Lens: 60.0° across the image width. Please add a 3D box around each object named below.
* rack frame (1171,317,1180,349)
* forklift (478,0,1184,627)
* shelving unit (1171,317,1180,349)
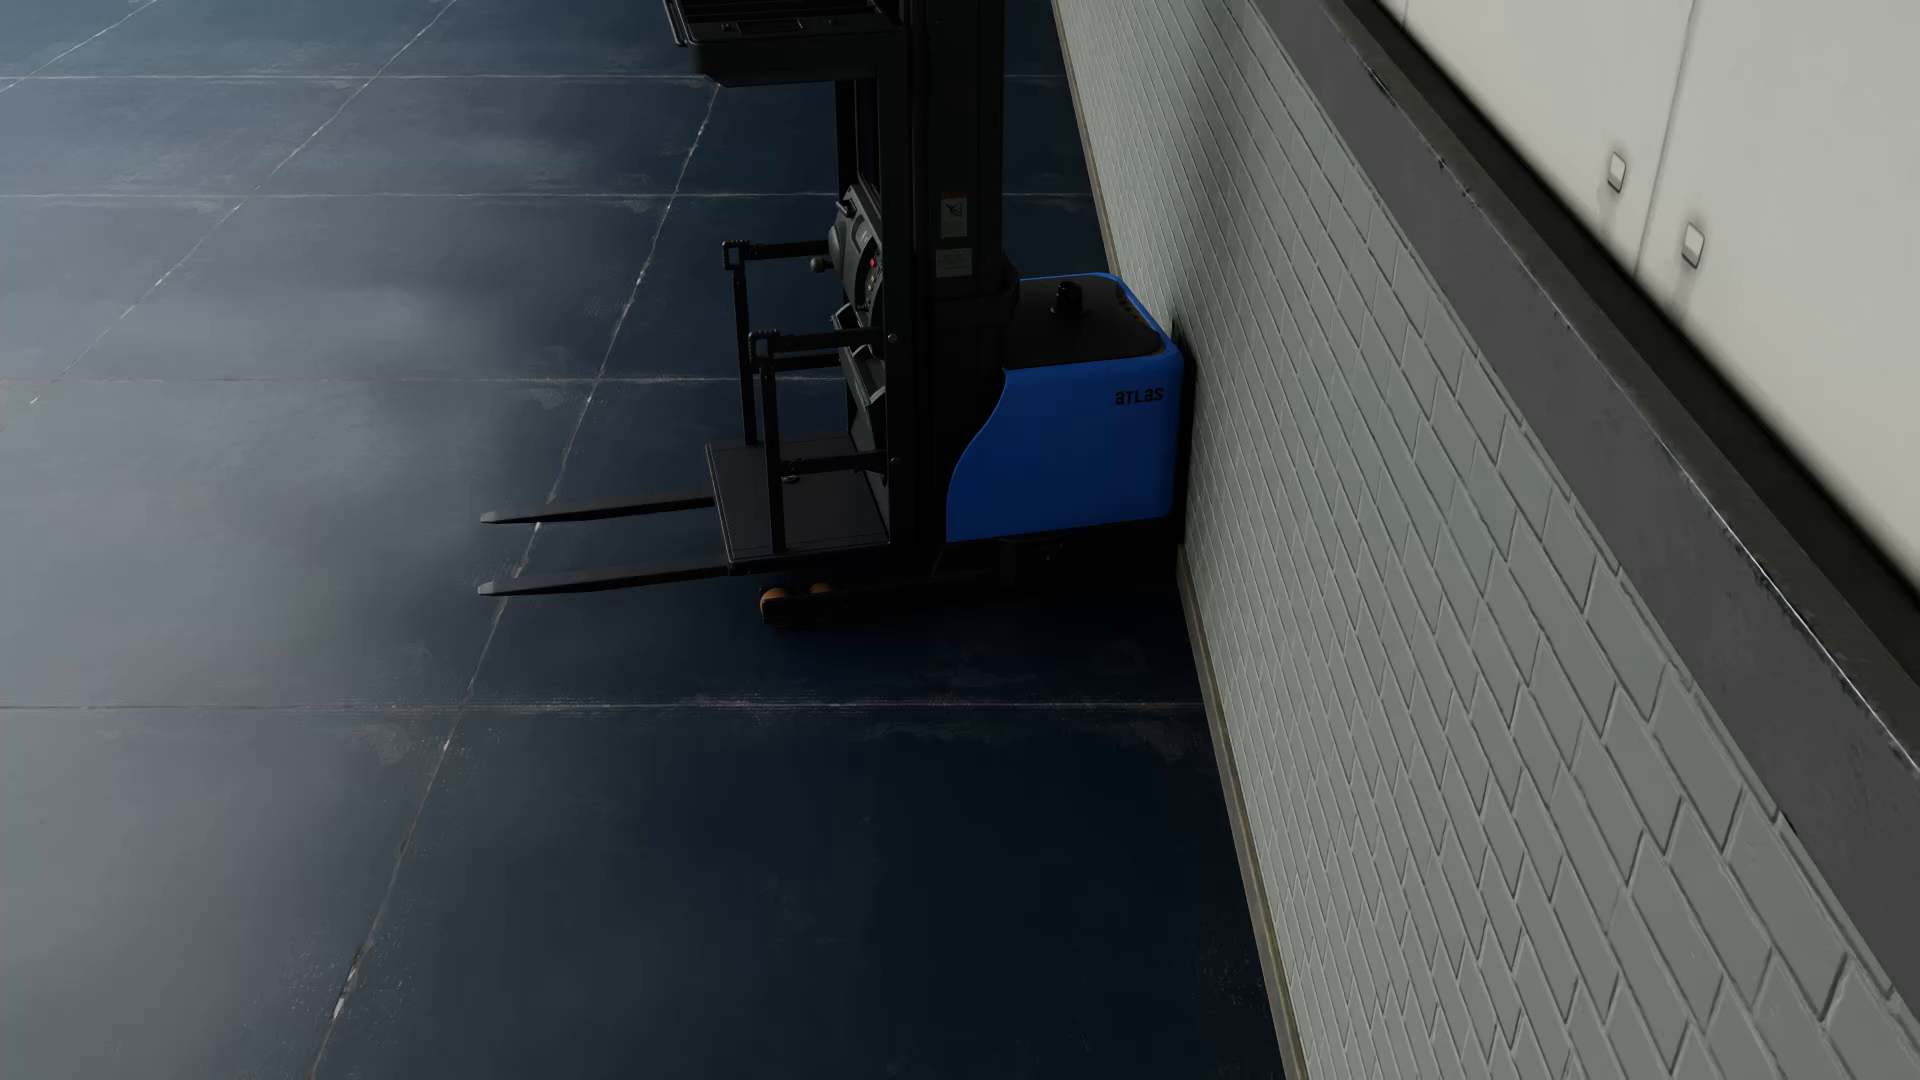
[{"bbox_3d":[0.992,-0.583,7.847,0.006,0.900,0.240,0,28,-1],"label":"rack frame"},{"bbox_3d":[-0.612,-1.181,6.870,3.031,2.935,1.130,-7,32,-11],"label":"forklift"},{"bbox_3d":[0.891,-0.583,7.846,0.210,0.900,0.258,0,28,-1],"label":"shelving unit"}]
